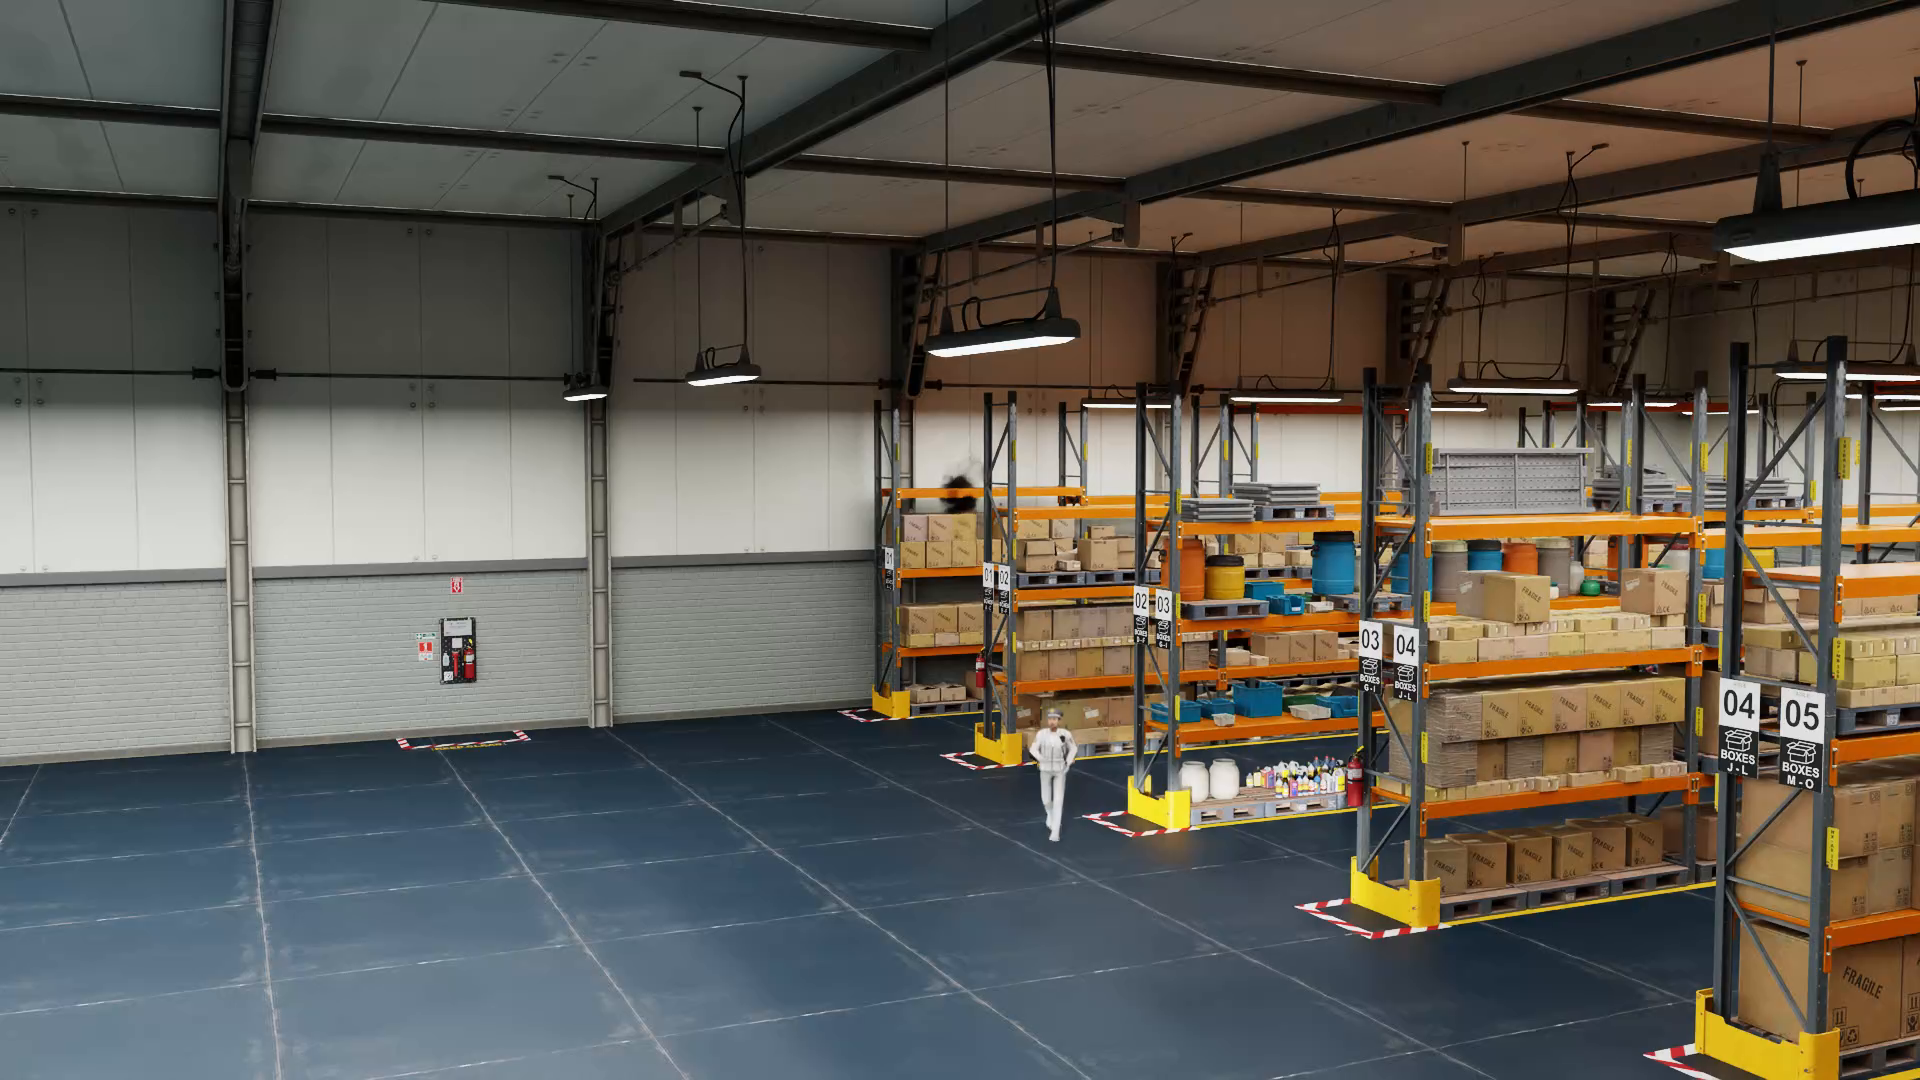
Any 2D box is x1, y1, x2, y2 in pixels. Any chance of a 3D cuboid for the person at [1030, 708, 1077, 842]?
[{"bbox_3d":[1.222,3.053,21.895,0.614,1.701,0.743,1,3,11],"label":"person"}]
